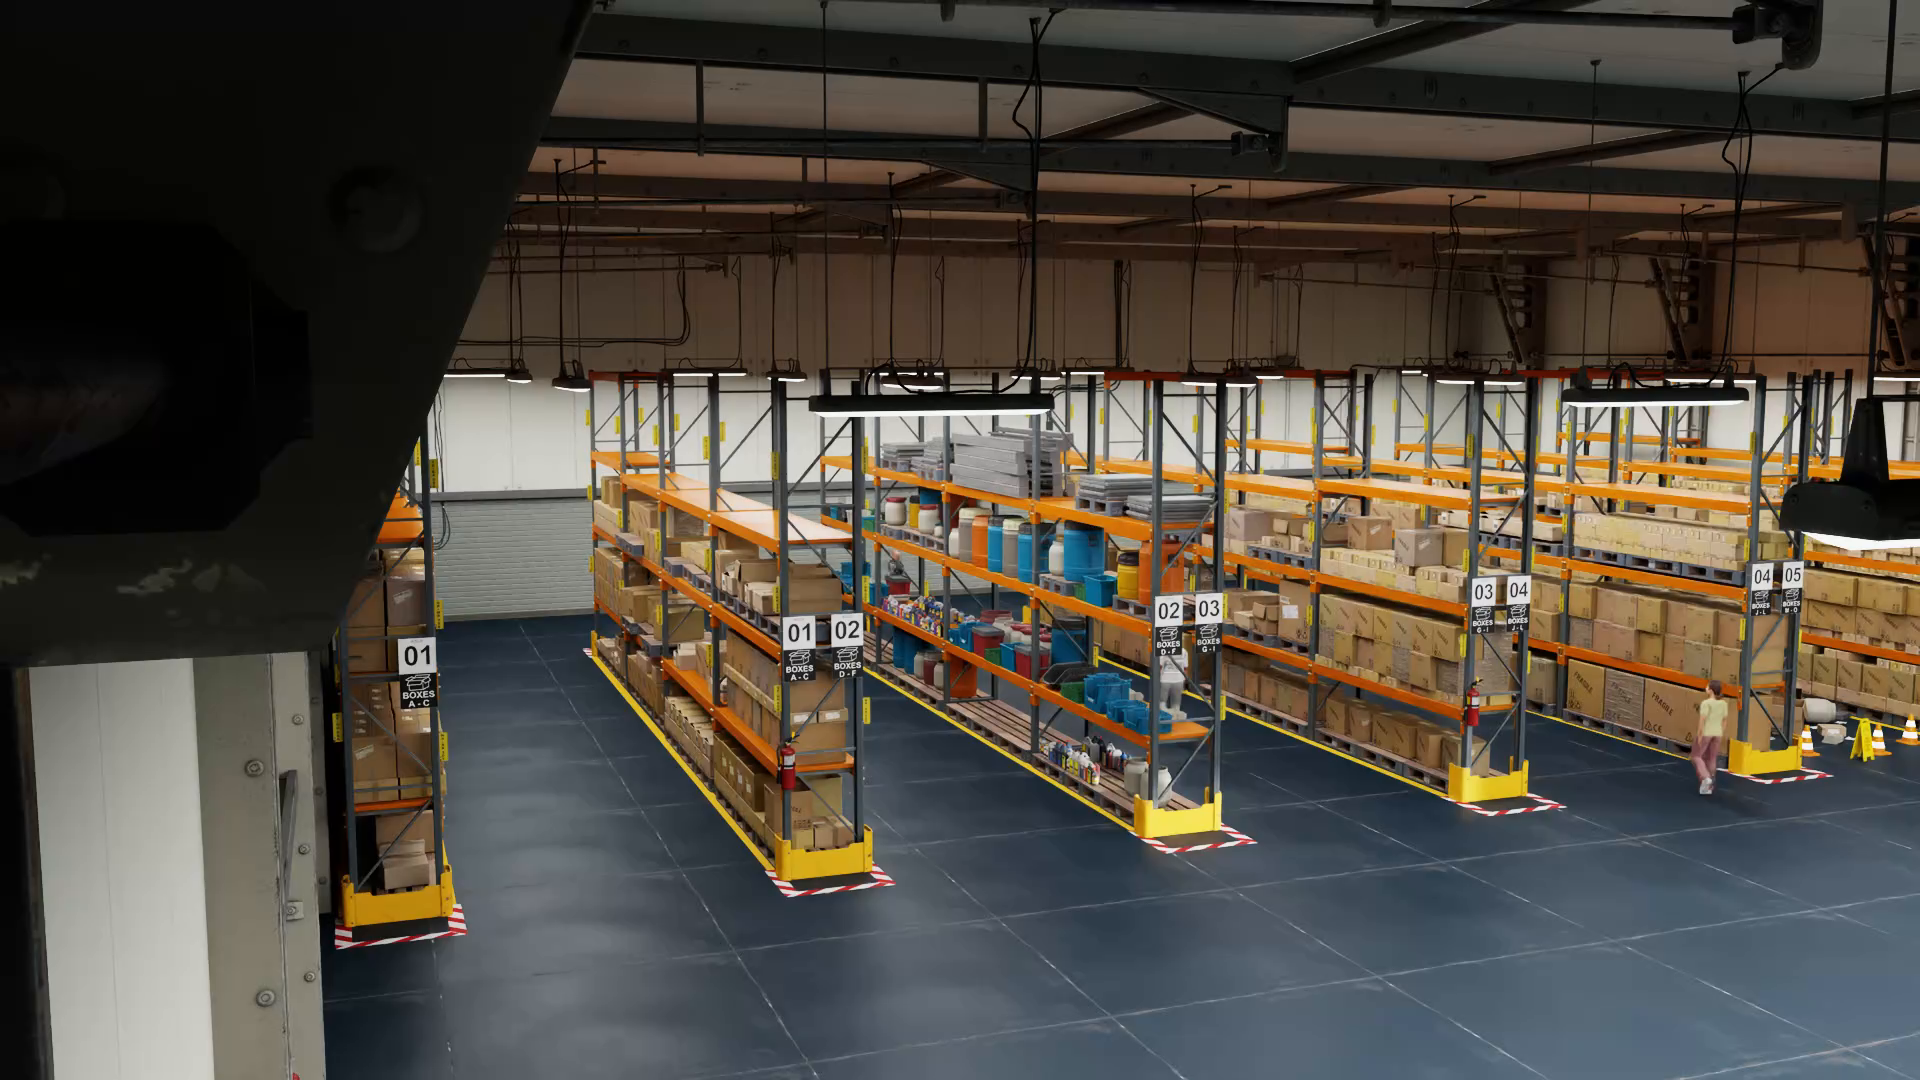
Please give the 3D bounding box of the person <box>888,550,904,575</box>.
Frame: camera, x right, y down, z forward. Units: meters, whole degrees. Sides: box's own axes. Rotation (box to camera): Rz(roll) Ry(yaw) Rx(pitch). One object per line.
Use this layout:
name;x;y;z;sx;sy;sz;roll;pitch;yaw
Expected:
person;-1.560;1.079;39.642;0.968;1.676;0.625;0;6;0

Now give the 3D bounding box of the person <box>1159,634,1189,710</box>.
person;3.523;2.359;27.600;0.534;1.767;0.534;2;7;15

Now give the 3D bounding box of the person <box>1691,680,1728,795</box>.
person;10.774;2.844;23.821;0.444;1.646;0.525;1;6;7
